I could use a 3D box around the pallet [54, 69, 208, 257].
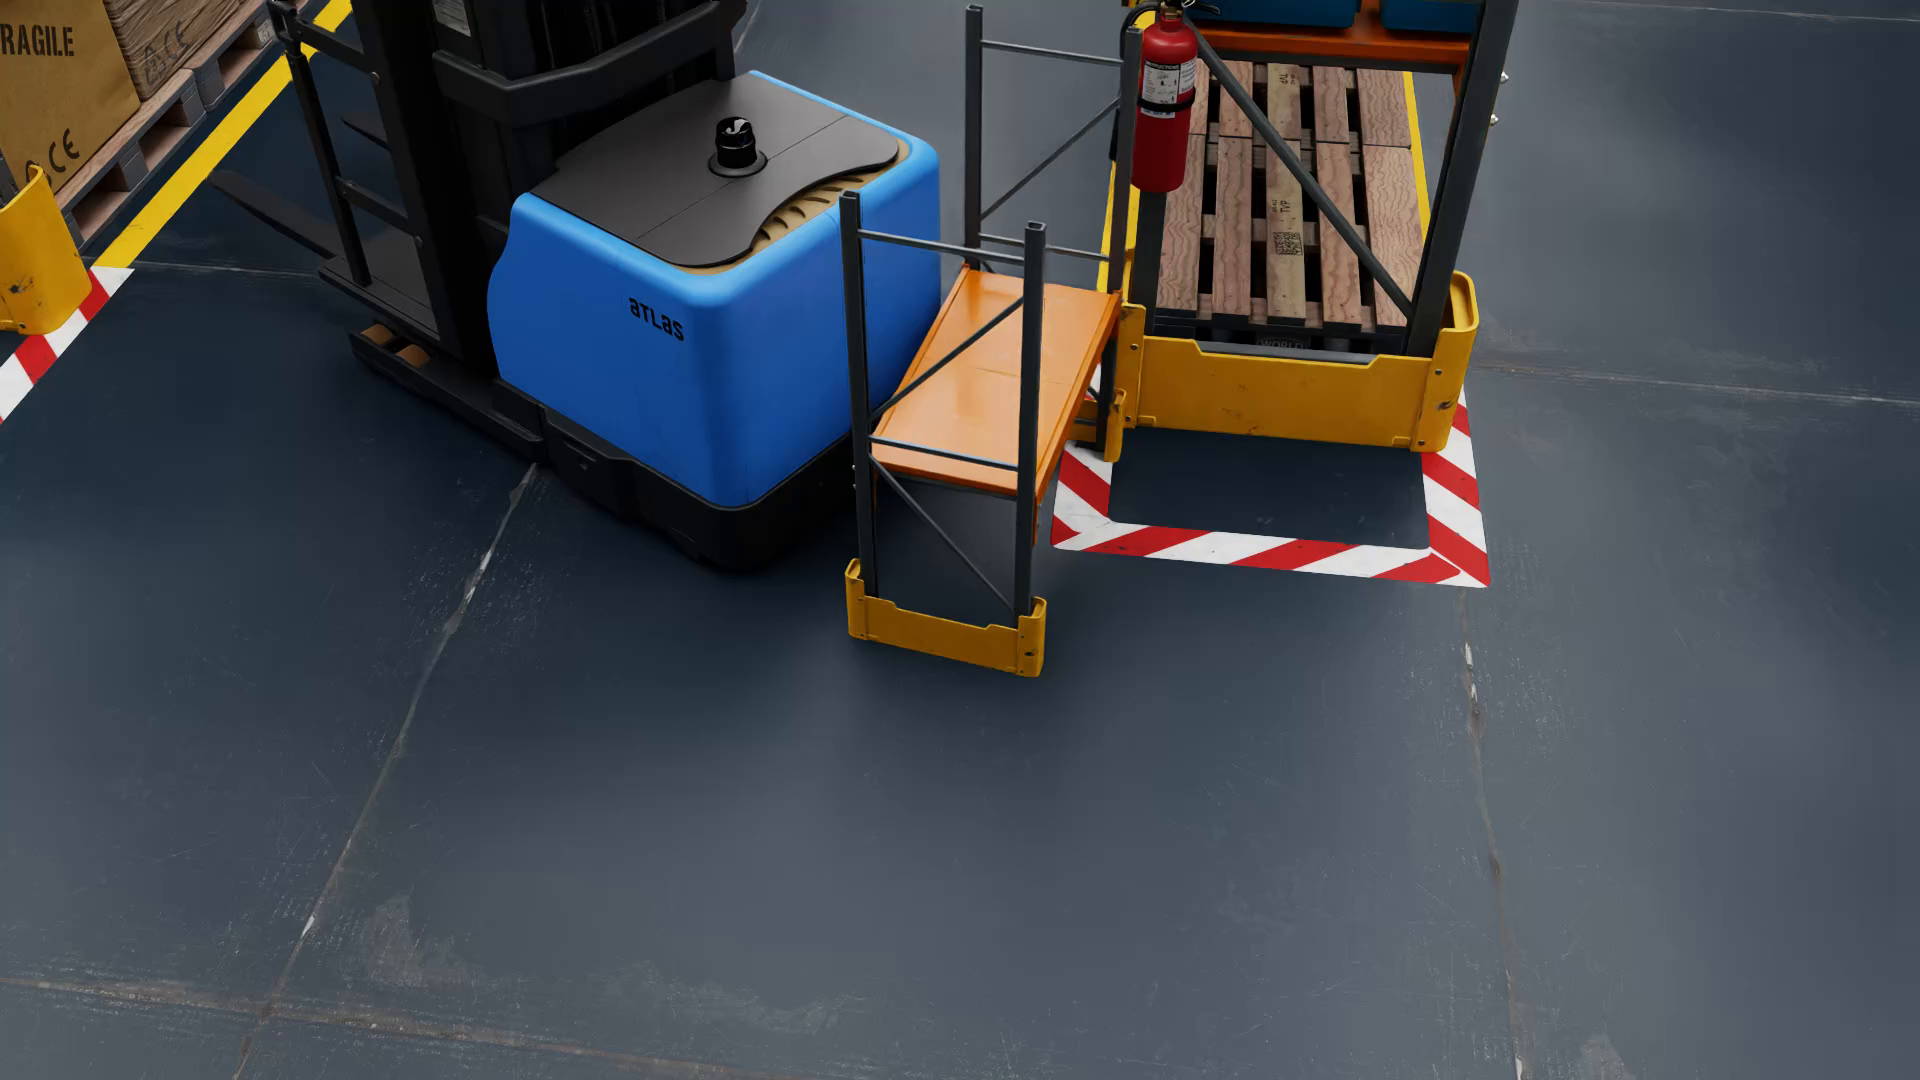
[{"bbox_3d":[-3.818,-1.552,6.735,1.003,0.211,1.213,5,44,6],"label":"pallet"}]

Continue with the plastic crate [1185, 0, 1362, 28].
[{"bbox_3d":[0.923,-1.842,4.944,0.616,0.435,0.499,5,44,6],"label":"plastic crate"}]

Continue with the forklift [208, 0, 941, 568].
[{"bbox_3d":[-1.511,-1.828,5.049,3.031,2.935,1.130,29,51,27],"label":"forklift"}]

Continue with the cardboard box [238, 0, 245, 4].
[{"bbox_3d":[-3.603,-3.063,7.544,0.875,0.875,0.875,5,44,6],"label":"cardboard box"}]

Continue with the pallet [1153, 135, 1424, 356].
[{"bbox_3d":[1.211,-1.108,6.267,1.003,0.211,1.213,5,44,6],"label":"pallet"}]

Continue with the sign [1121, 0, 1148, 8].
[{"bbox_3d":[0.516,-1.660,4.703,0.100,0.325,0.005,5,44,6],"label":"sign"}]

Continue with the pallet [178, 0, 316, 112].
[{"bbox_3d":[-3.654,-2.381,7.611,1.003,0.211,1.213,5,44,6],"label":"pallet"}]

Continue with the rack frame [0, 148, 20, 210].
[{"bbox_3d":[-3.846,-2.012,5.194,1.000,3.000,0.127,5,44,6],"label":"rack frame"}]

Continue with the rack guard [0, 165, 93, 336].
[{"bbox_3d":[-3.849,-1.088,6.036,1.175,0.500,0.348,5,44,6],"label":"rack guard"}]

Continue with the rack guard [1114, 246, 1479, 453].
[{"bbox_3d":[1.073,-0.637,5.559,1.175,0.500,0.348,5,44,6],"label":"rack guard"}]

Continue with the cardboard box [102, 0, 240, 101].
[{"bbox_3d":[-3.720,-2.457,6.903,0.875,0.875,0.875,5,44,6],"label":"cardboard box"}]

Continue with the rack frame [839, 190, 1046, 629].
[{"bbox_3d":[-0.043,-0.226,4.398,0.500,1.500,0.032,12,45,12],"label":"rack frame"}]

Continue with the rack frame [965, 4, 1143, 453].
[{"bbox_3d":[0.258,-0.894,5.103,0.500,1.500,0.032,12,45,12],"label":"rack frame"}]

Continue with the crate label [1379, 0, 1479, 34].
[{"bbox_3d":[1.423,-1.661,4.901,0.416,0.233,0.303,5,44,6],"label":"crate label"}]

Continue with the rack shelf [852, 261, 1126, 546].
[{"bbox_3d":[0.107,-0.430,4.874,0.538,0.185,1.000,12,45,12],"label":"rack shelf"}]

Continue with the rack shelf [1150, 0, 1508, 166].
[{"bbox_3d":[1.328,-2.664,6.405,1.077,0.370,4.000,5,44,6],"label":"rack shelf"}]

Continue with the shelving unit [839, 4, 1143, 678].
[{"bbox_3d":[0.105,-0.554,4.744,0.587,1.500,1.083,12,45,12],"label":"shelving unit"}]

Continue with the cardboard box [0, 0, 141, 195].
[{"bbox_3d":[-3.841,-1.837,6.248,0.875,0.875,0.875,5,44,6],"label":"cardboard box"}]

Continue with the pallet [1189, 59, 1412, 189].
[{"bbox_3d":[1.375,-1.937,7.142,1.003,0.211,1.213,5,44,6],"label":"pallet"}]

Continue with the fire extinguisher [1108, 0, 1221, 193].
[{"bbox_3d":[0.593,-1.337,4.808,0.296,0.674,0.183,5,44,6],"label":"fire extinguisher"}]

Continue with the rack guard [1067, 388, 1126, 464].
[{"bbox_3d":[0.252,-0.428,5.520,0.587,0.250,0.087,12,45,12],"label":"rack guard"}]

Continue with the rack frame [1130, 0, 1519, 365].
[{"bbox_3d":[1.064,-1.562,4.718,1.000,3.000,0.127,5,44,6],"label":"rack frame"}]

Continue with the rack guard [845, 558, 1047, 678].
[{"bbox_3d":[-0.043,0.227,4.829,0.587,0.250,0.087,12,45,12],"label":"rack guard"}]
